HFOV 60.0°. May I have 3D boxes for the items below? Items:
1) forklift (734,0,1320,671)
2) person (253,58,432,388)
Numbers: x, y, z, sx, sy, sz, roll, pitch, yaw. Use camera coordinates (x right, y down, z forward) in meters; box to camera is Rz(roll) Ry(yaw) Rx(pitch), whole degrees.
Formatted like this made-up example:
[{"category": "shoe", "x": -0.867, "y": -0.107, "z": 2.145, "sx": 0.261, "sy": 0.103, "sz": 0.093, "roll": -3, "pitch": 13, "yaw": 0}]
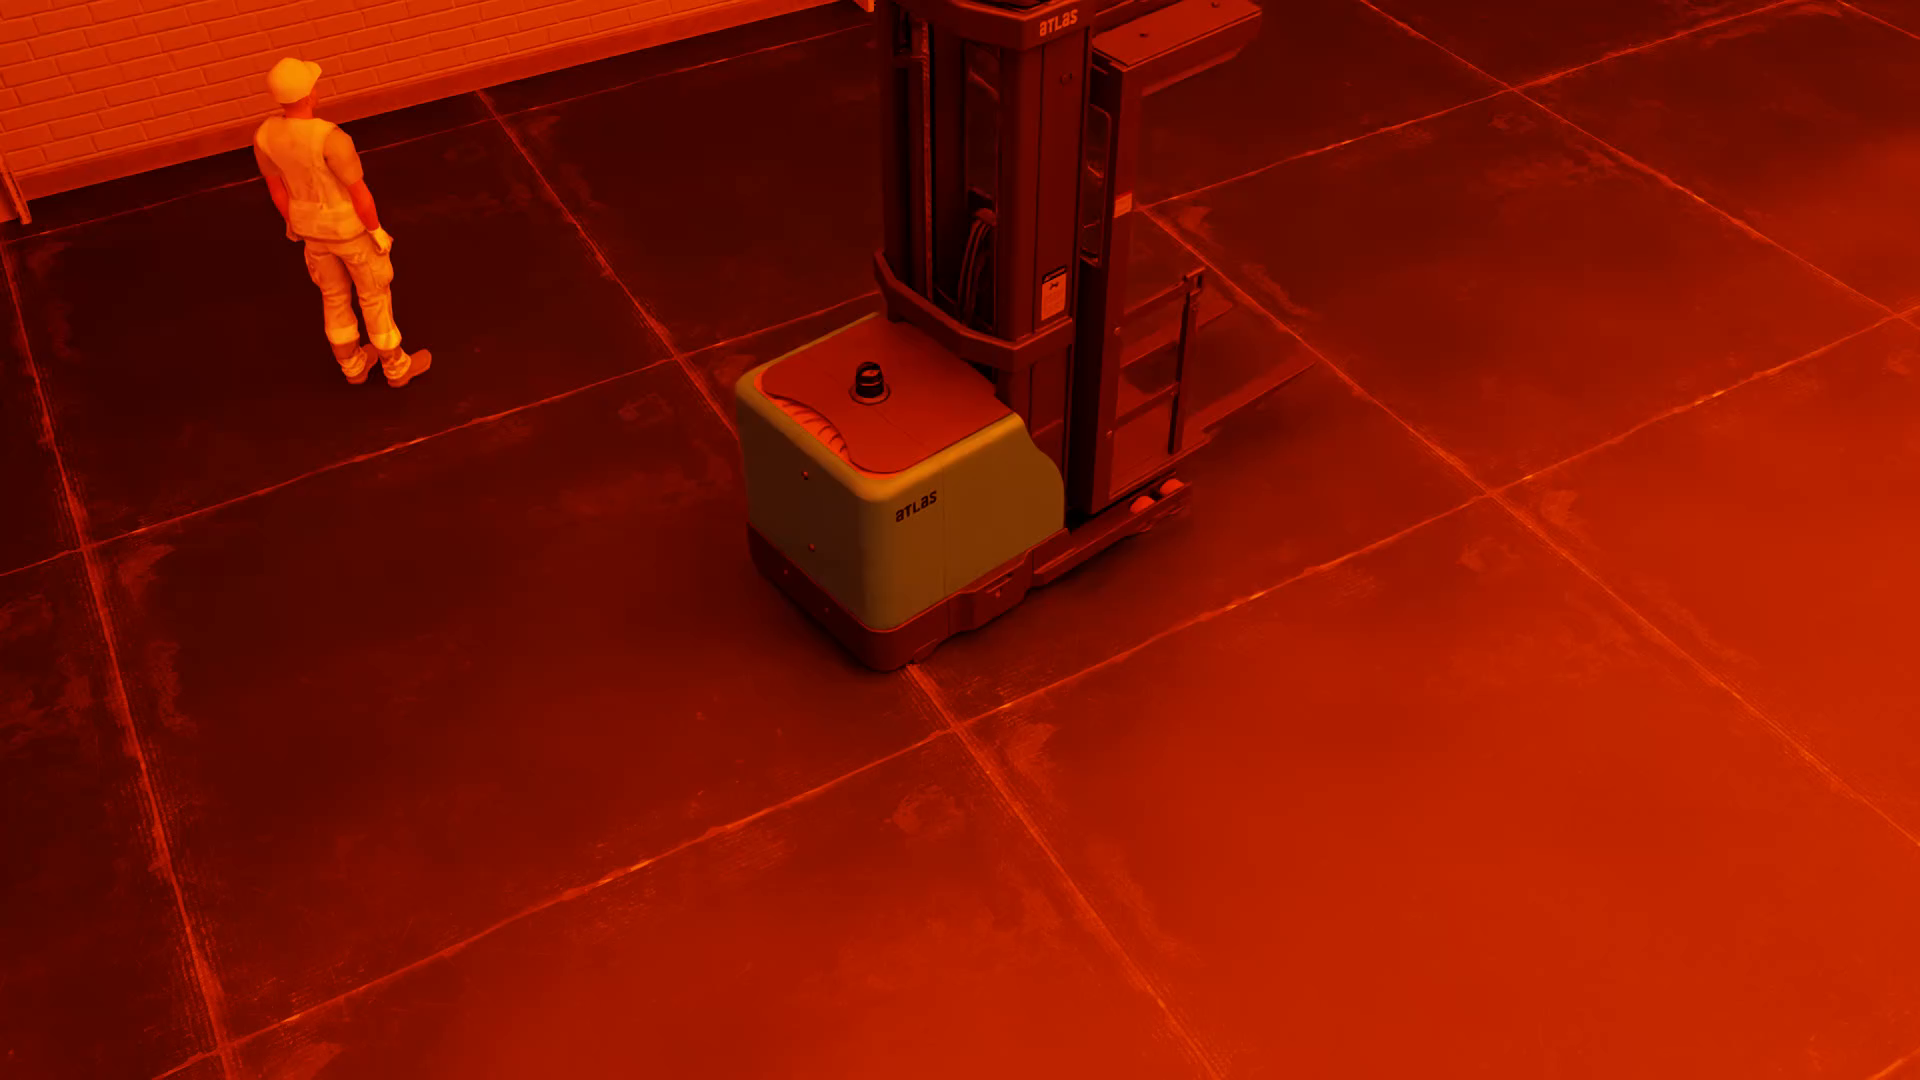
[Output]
[{"category": "forklift", "x": 0.480, "y": -1.364, "z": 7.169, "sx": 3.031, "sy": 2.935, "sz": 1.130, "roll": -30, "pitch": 50, "yaw": -28}, {"category": "person", "x": -3.068, "y": -1.548, "z": 8.205, "sx": 0.546, "sy": 1.795, "sz": 0.352, "roll": 9, "pitch": 44, "yaw": 10}]
